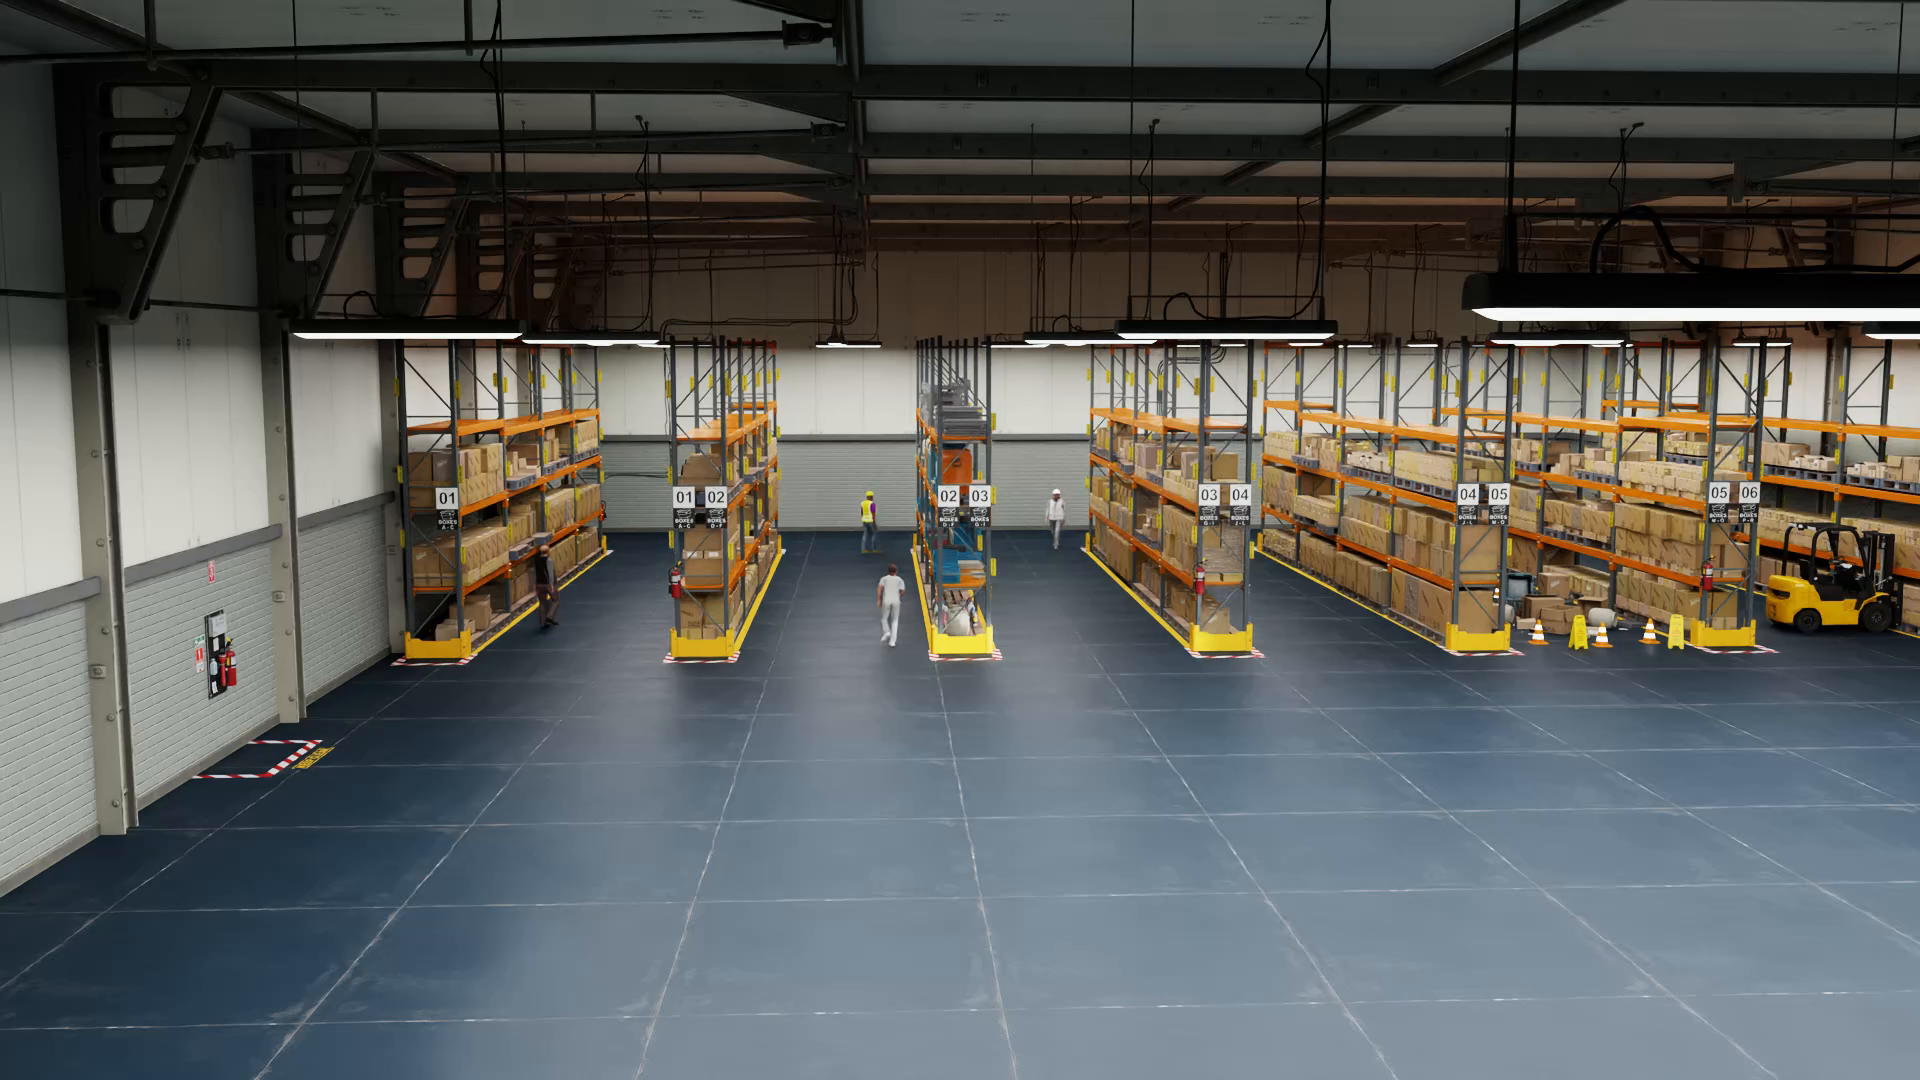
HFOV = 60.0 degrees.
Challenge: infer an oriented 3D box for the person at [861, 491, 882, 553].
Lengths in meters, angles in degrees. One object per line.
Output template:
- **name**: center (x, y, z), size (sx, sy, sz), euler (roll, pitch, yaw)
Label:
- **person**: center (-2.532, -0.496, 47.058), size (0.605, 1.781, 0.656), euler (6, 9, 42)

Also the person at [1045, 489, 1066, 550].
- **person**: center (2.769, -0.613, 48.122), size (0.556, 1.730, 1.034), euler (2, 7, 17)

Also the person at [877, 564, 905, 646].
- **person**: center (-1.349, 1.260, 32.593), size (0.555, 1.558, 0.722), euler (0, 7, -3)

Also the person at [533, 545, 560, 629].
- **person**: center (-8.577, 0.961, 34.387), size (0.571, 1.709, 0.464), euler (1, 7, 11)
